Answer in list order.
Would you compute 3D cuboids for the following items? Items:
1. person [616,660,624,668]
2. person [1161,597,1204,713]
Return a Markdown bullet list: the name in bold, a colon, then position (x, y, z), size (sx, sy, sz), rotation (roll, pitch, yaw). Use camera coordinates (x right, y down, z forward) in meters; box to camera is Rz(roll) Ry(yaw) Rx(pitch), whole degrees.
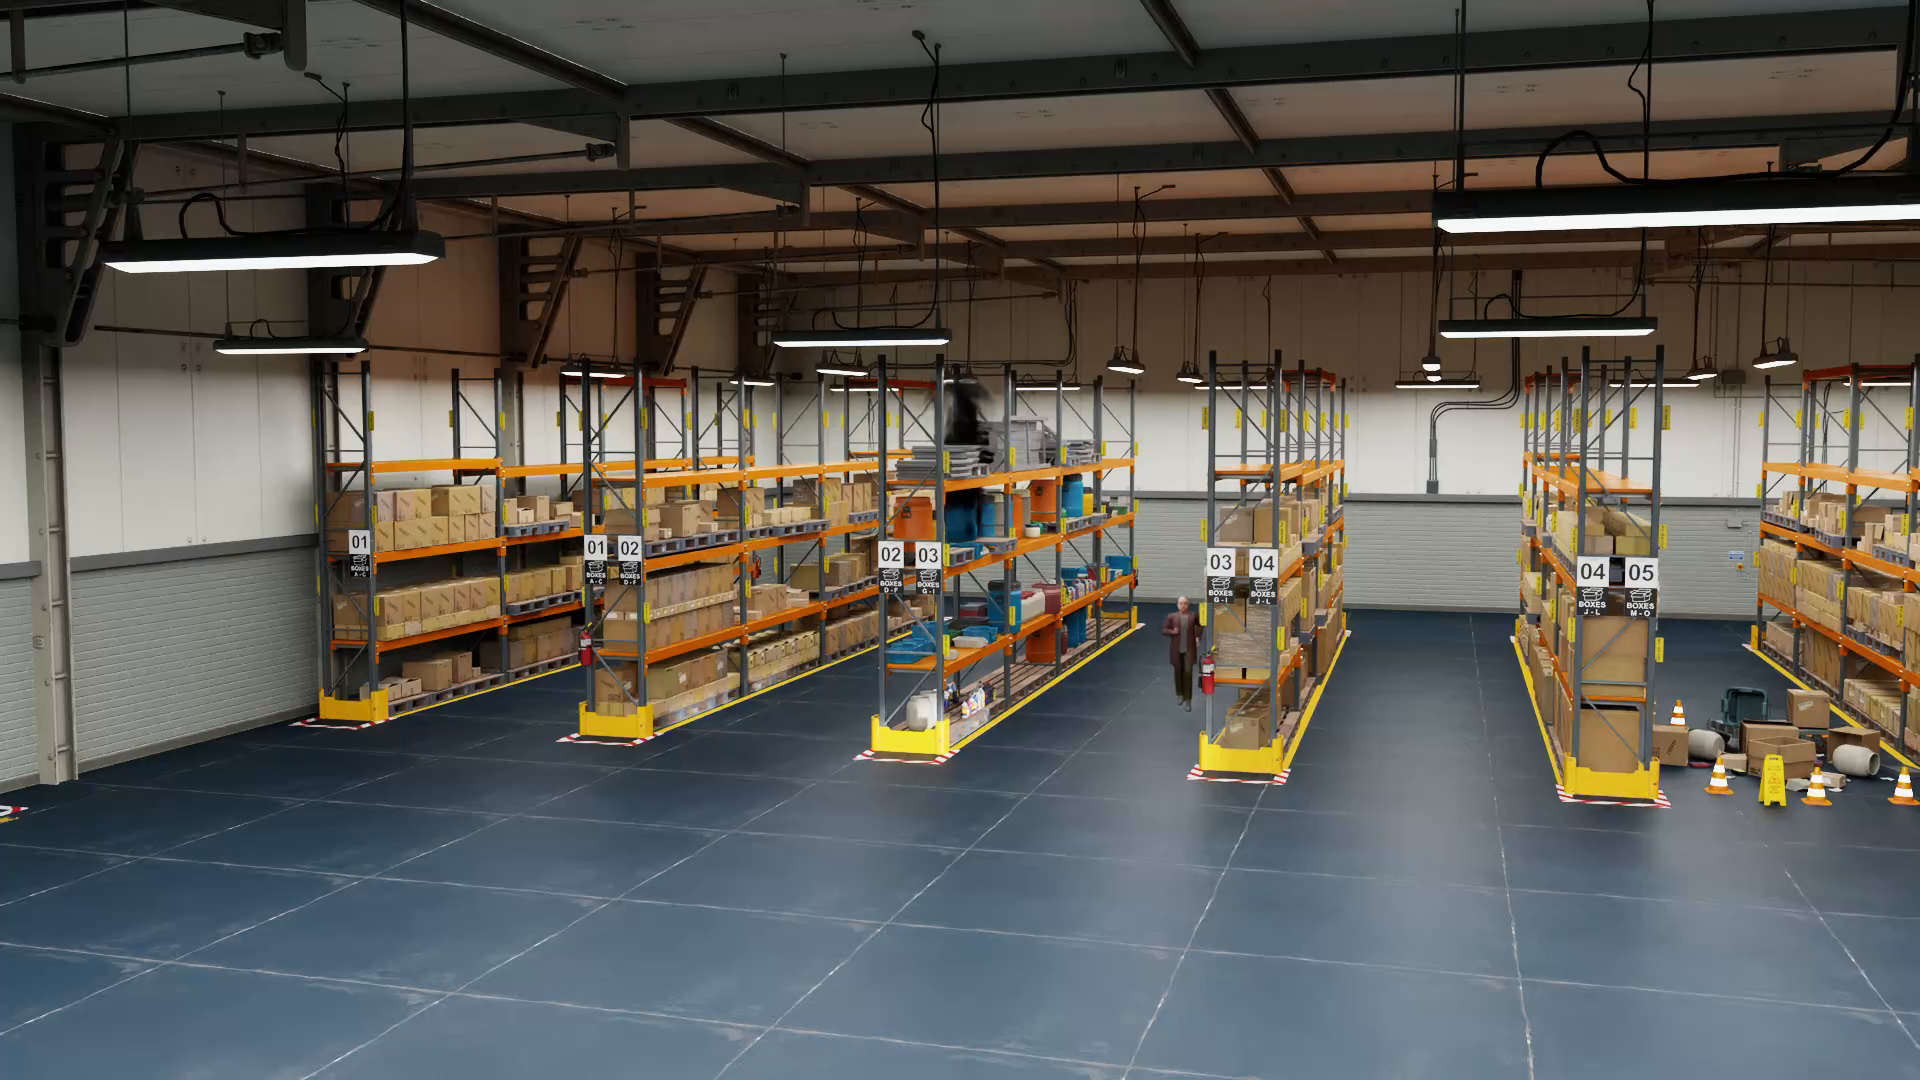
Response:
- **person**: position (-6.108, 2.003, 30.719), size (0.589, 1.676, 0.840), rotation (1, 4, 10)
- **person**: position (3.657, 1.853, 27.331), size (0.697, 1.842, 0.860), rotation (1, 4, 9)
